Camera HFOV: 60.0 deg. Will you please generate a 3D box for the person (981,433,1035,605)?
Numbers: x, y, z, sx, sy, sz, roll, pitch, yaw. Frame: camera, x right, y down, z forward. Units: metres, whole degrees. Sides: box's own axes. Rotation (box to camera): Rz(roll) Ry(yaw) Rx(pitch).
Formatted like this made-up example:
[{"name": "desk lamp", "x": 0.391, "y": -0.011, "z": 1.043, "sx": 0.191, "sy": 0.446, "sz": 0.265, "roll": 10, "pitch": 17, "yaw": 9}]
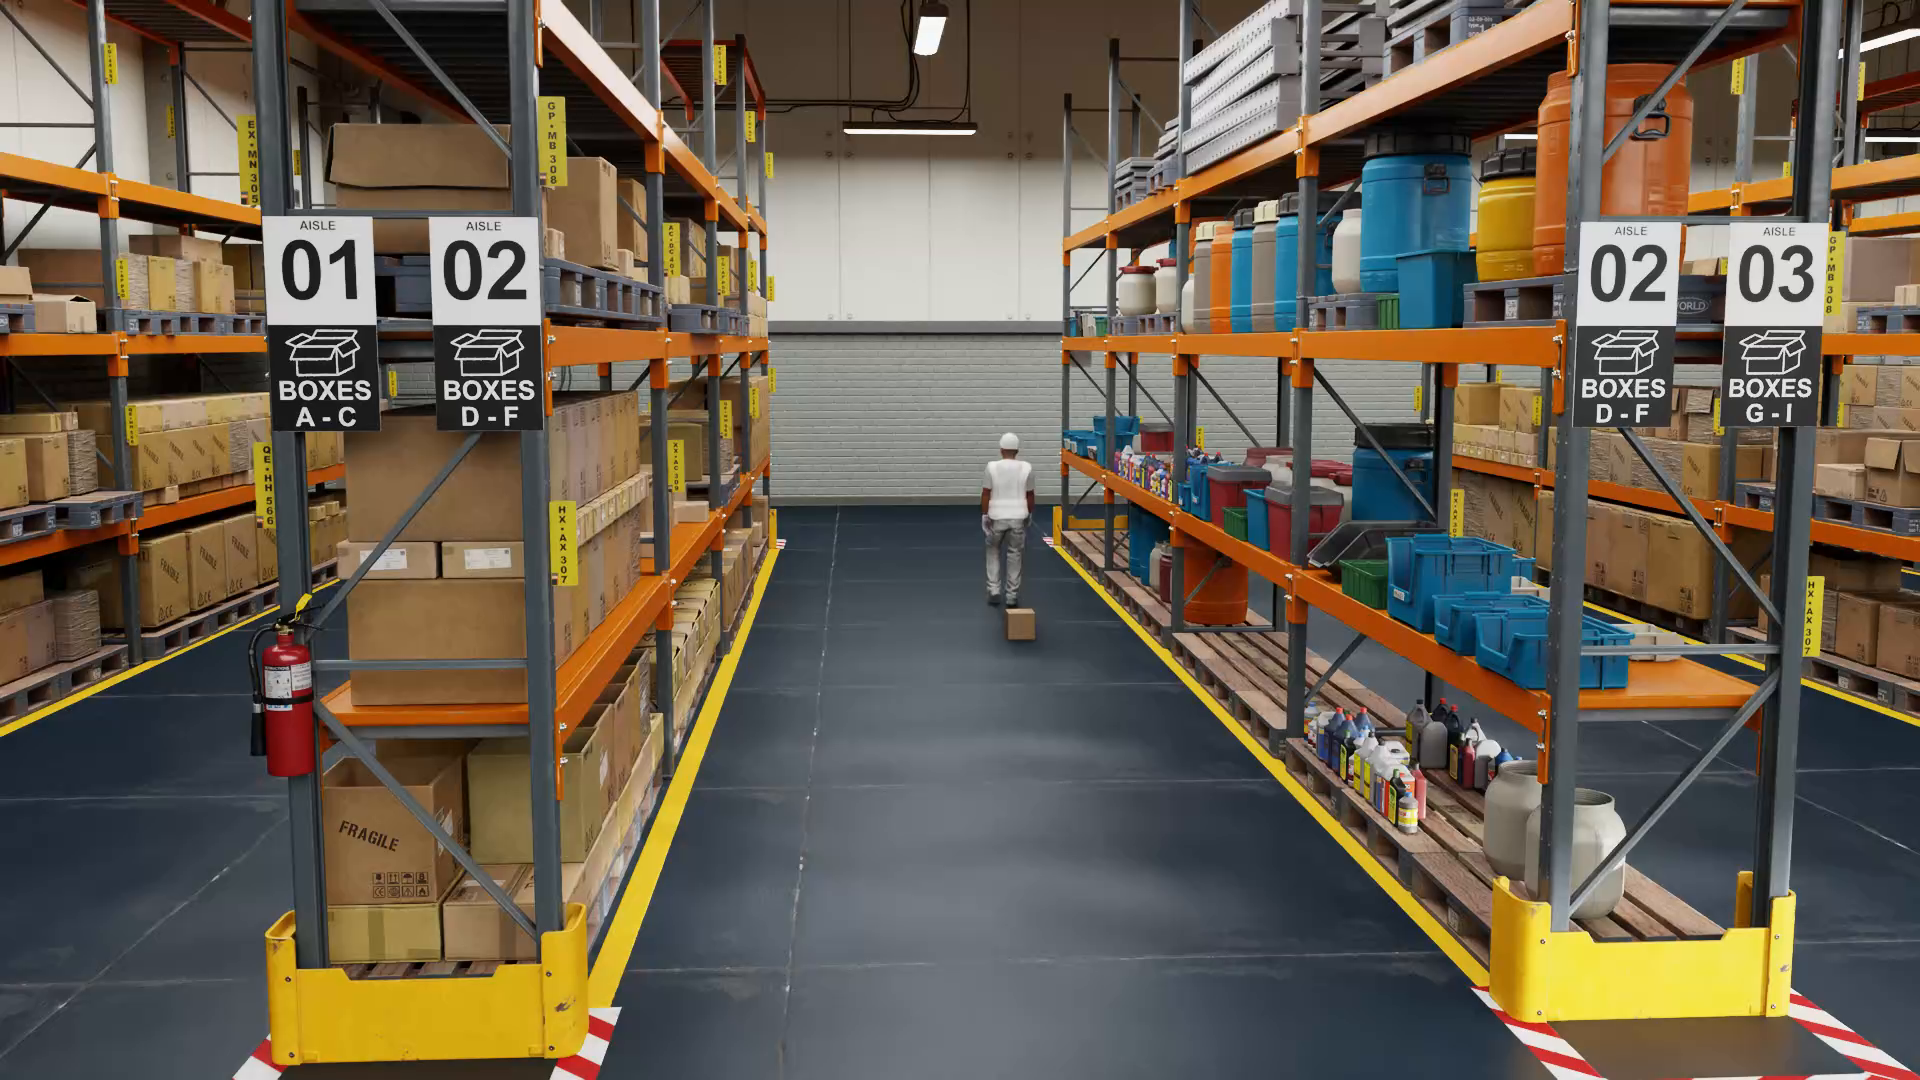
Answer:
[{"name": "person", "x": 0.499, "y": -0.196, "z": 17.374, "sx": 0.564, "sy": 1.842, "sz": 0.562, "roll": 0, "pitch": 7, "yaw": 0}]
